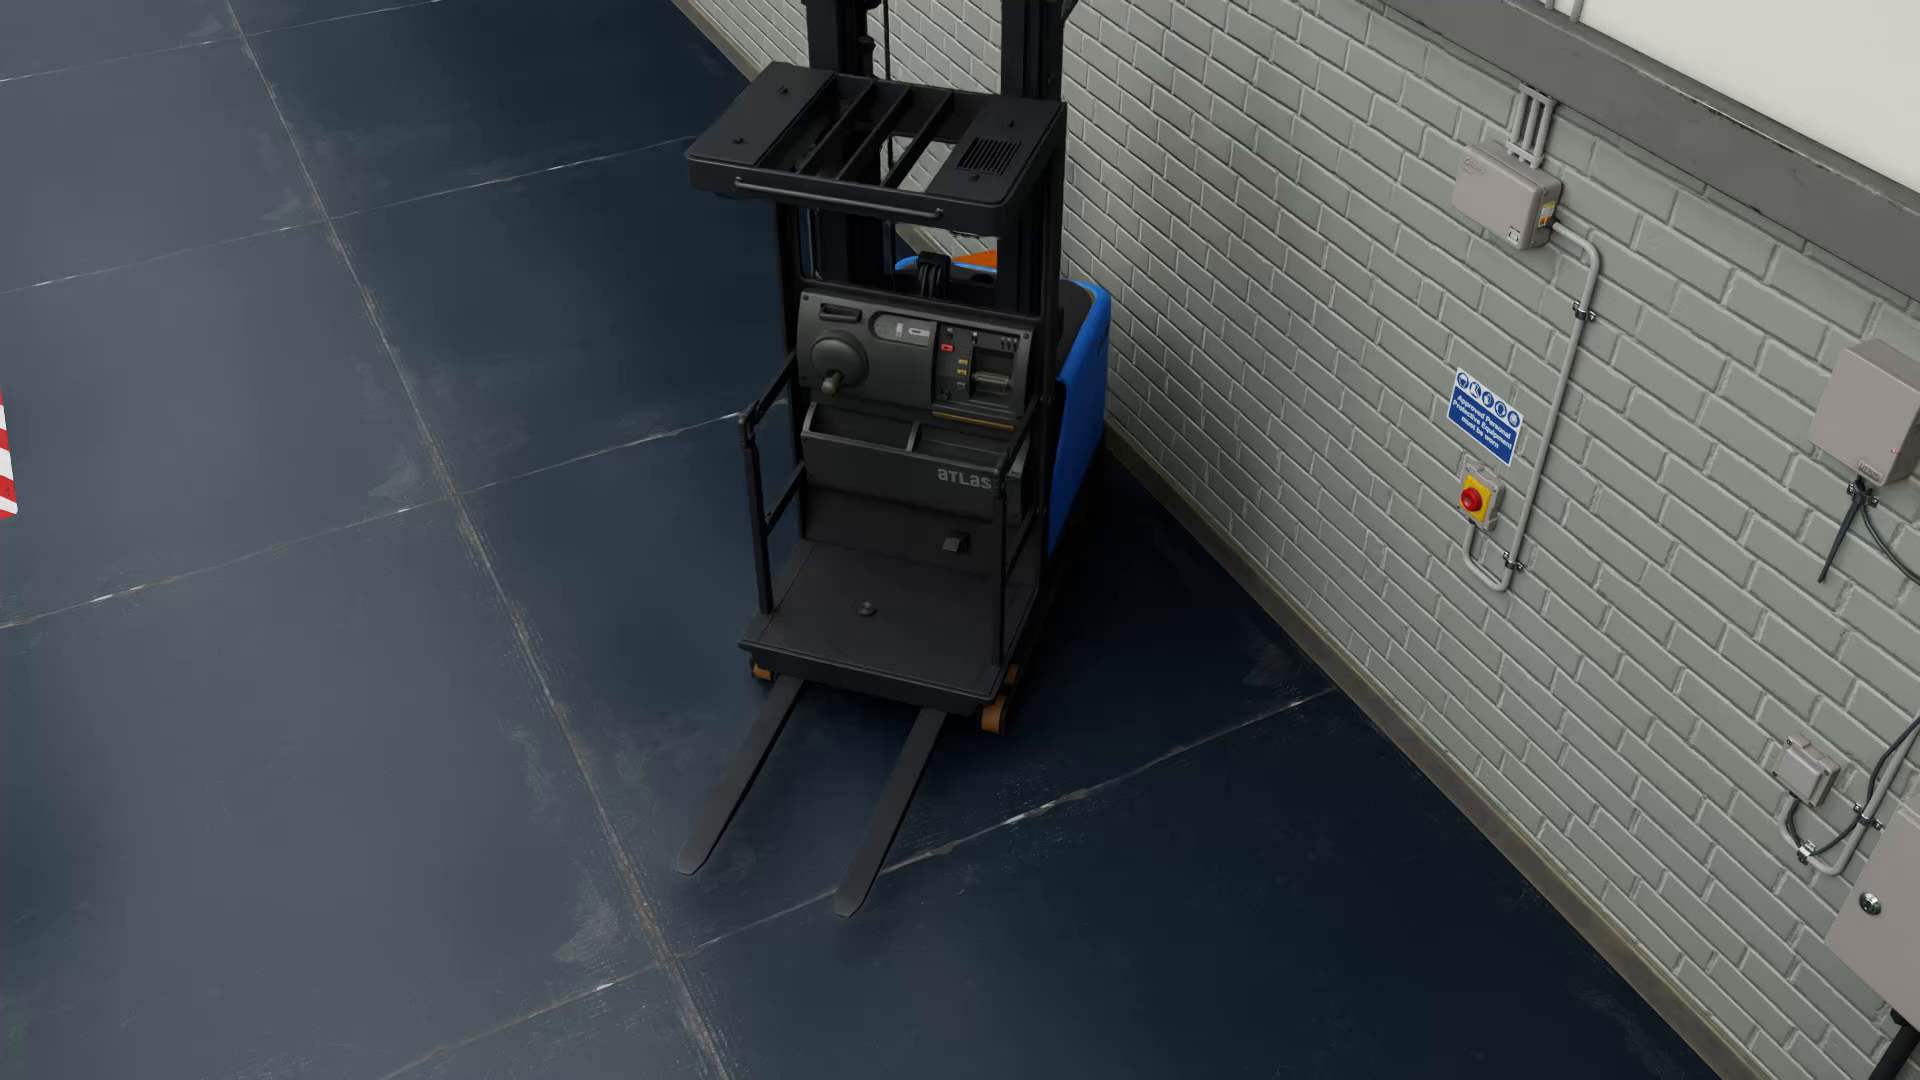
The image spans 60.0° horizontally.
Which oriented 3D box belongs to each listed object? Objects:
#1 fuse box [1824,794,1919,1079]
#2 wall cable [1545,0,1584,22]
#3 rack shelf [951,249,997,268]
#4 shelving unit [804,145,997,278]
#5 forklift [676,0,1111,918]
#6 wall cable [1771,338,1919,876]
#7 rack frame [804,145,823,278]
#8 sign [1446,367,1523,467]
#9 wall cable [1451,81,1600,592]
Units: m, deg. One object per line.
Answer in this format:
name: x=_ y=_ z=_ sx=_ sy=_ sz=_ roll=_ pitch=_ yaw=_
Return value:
fuse box: x=2.607 y=1.464 z=4.685 sx=0.414 sy=1.711 sz=0.539 roll=-19 pitch=44 yaw=-21
wall cable: x=1.691 y=-2.727 z=3.996 sx=0.029 sy=3.000 sz=0.463 roll=-19 pitch=44 yaw=-21
rack shelf: x=-0.151 y=-1.167 z=8.235 sx=1.000 sy=0.185 sz=0.538 roll=-14 pitch=42 yaw=-16
shelving unit: x=-0.143 y=-1.306 z=8.121 sx=1.083 sy=1.500 sz=0.587 roll=-14 pitch=42 yaw=-16
forklift: x=-0.243 y=-0.622 z=6.205 sx=1.130 sy=2.935 sz=3.031 roll=12 pitch=42 yaw=13
wall cable: x=2.431 y=0.147 z=4.457 sx=0.122 sy=1.984 sz=0.588 roll=-19 pitch=44 yaw=-21
rack frame: x=-0.624 y=-1.184 z=7.977 sx=0.032 sy=1.500 sz=0.500 roll=-14 pitch=42 yaw=-16
sign: x=1.798 y=-0.424 z=5.709 sx=0.001 sy=0.218 sz=0.327 roll=-19 pitch=44 yaw=-21
wall cable: x=1.766 y=-0.674 z=5.403 sx=0.123 sy=1.953 sz=0.585 roll=-19 pitch=44 yaw=-21
